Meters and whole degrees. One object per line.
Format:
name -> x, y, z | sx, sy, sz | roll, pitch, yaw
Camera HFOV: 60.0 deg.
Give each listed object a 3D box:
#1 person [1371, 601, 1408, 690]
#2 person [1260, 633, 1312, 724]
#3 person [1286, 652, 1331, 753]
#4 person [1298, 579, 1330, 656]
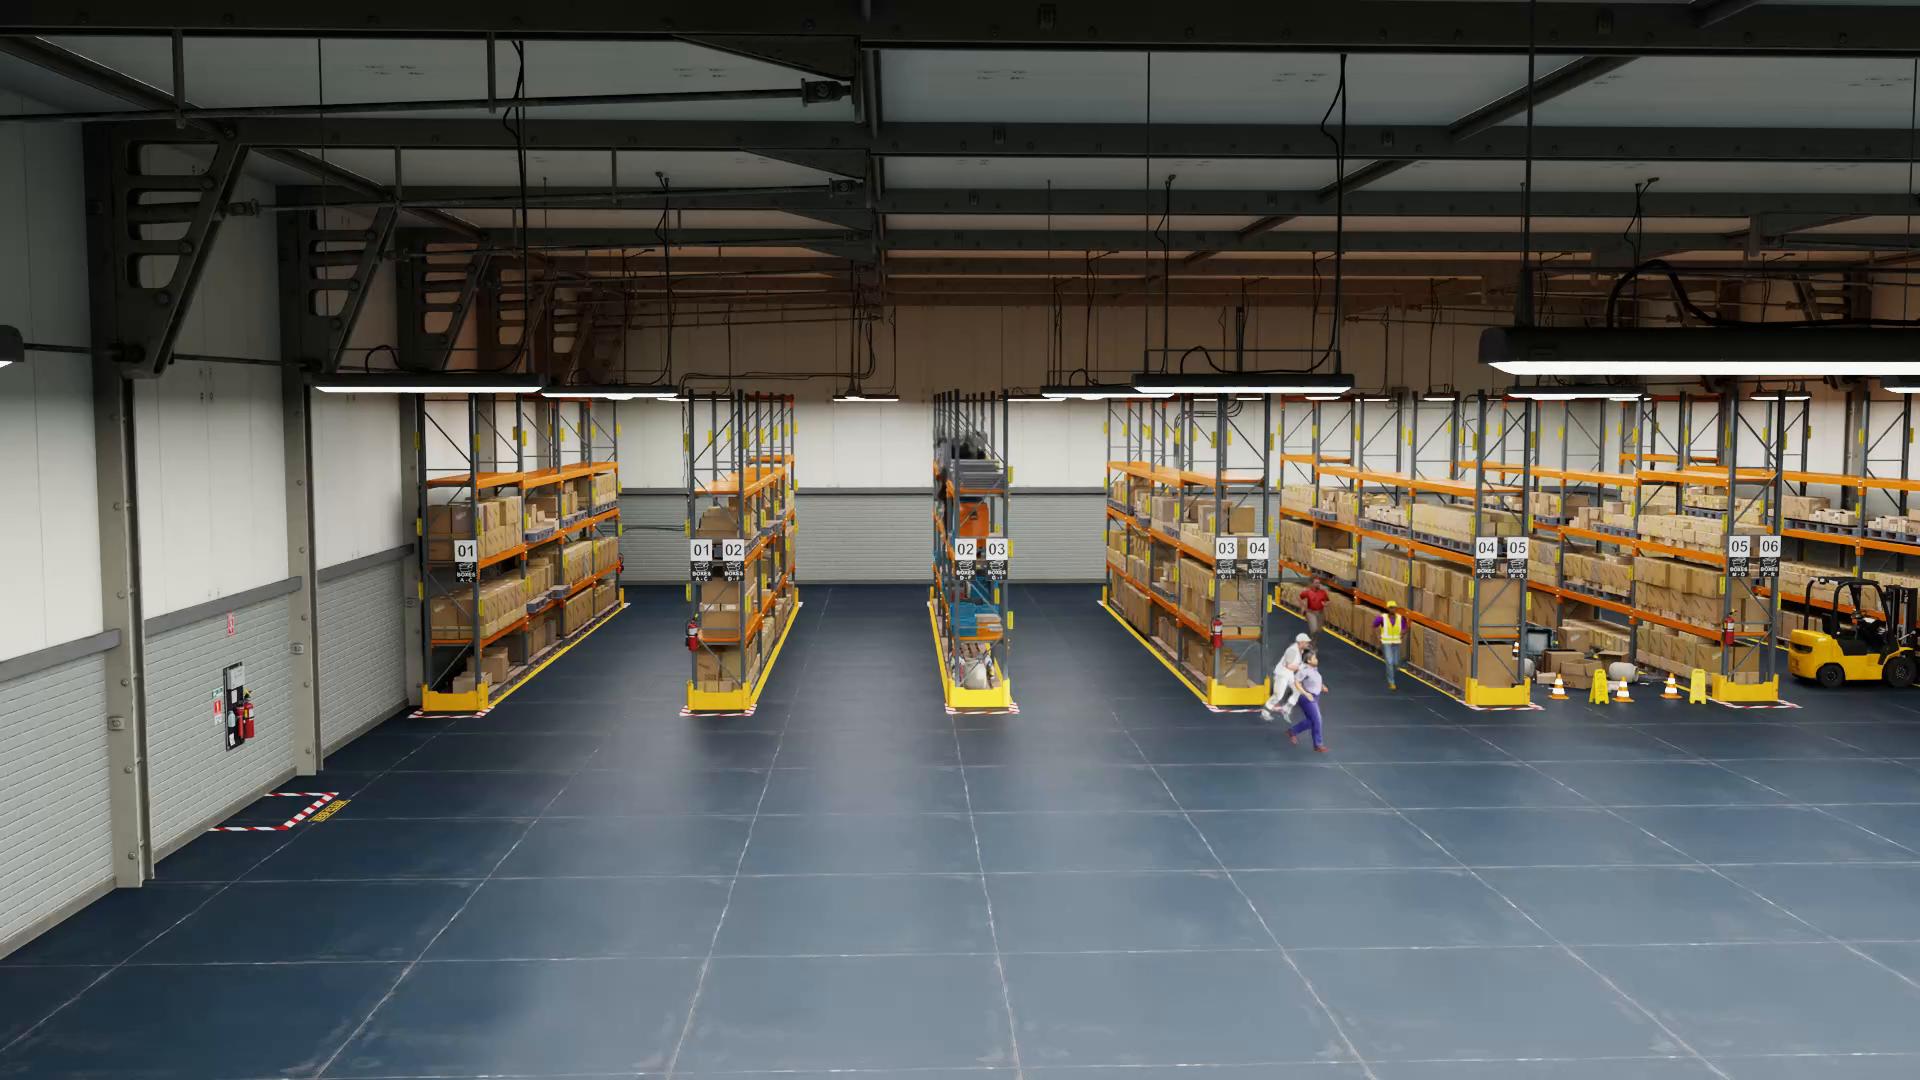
person -> 8.705, 2.104, 33.622 | 0.706, 1.765, 0.826 | 0, 5, -2
person -> 5.875, 2.472, 29.822 | 0.976, 1.654, 0.701 | 3, 6, 33
person -> 5.756, 2.663, 27.440 | 0.787, 1.643, 0.611 | 2, 5, 27
person -> 8.122, 1.778, 37.997 | 0.631, 1.798, 0.754 | -1, 5, -12
